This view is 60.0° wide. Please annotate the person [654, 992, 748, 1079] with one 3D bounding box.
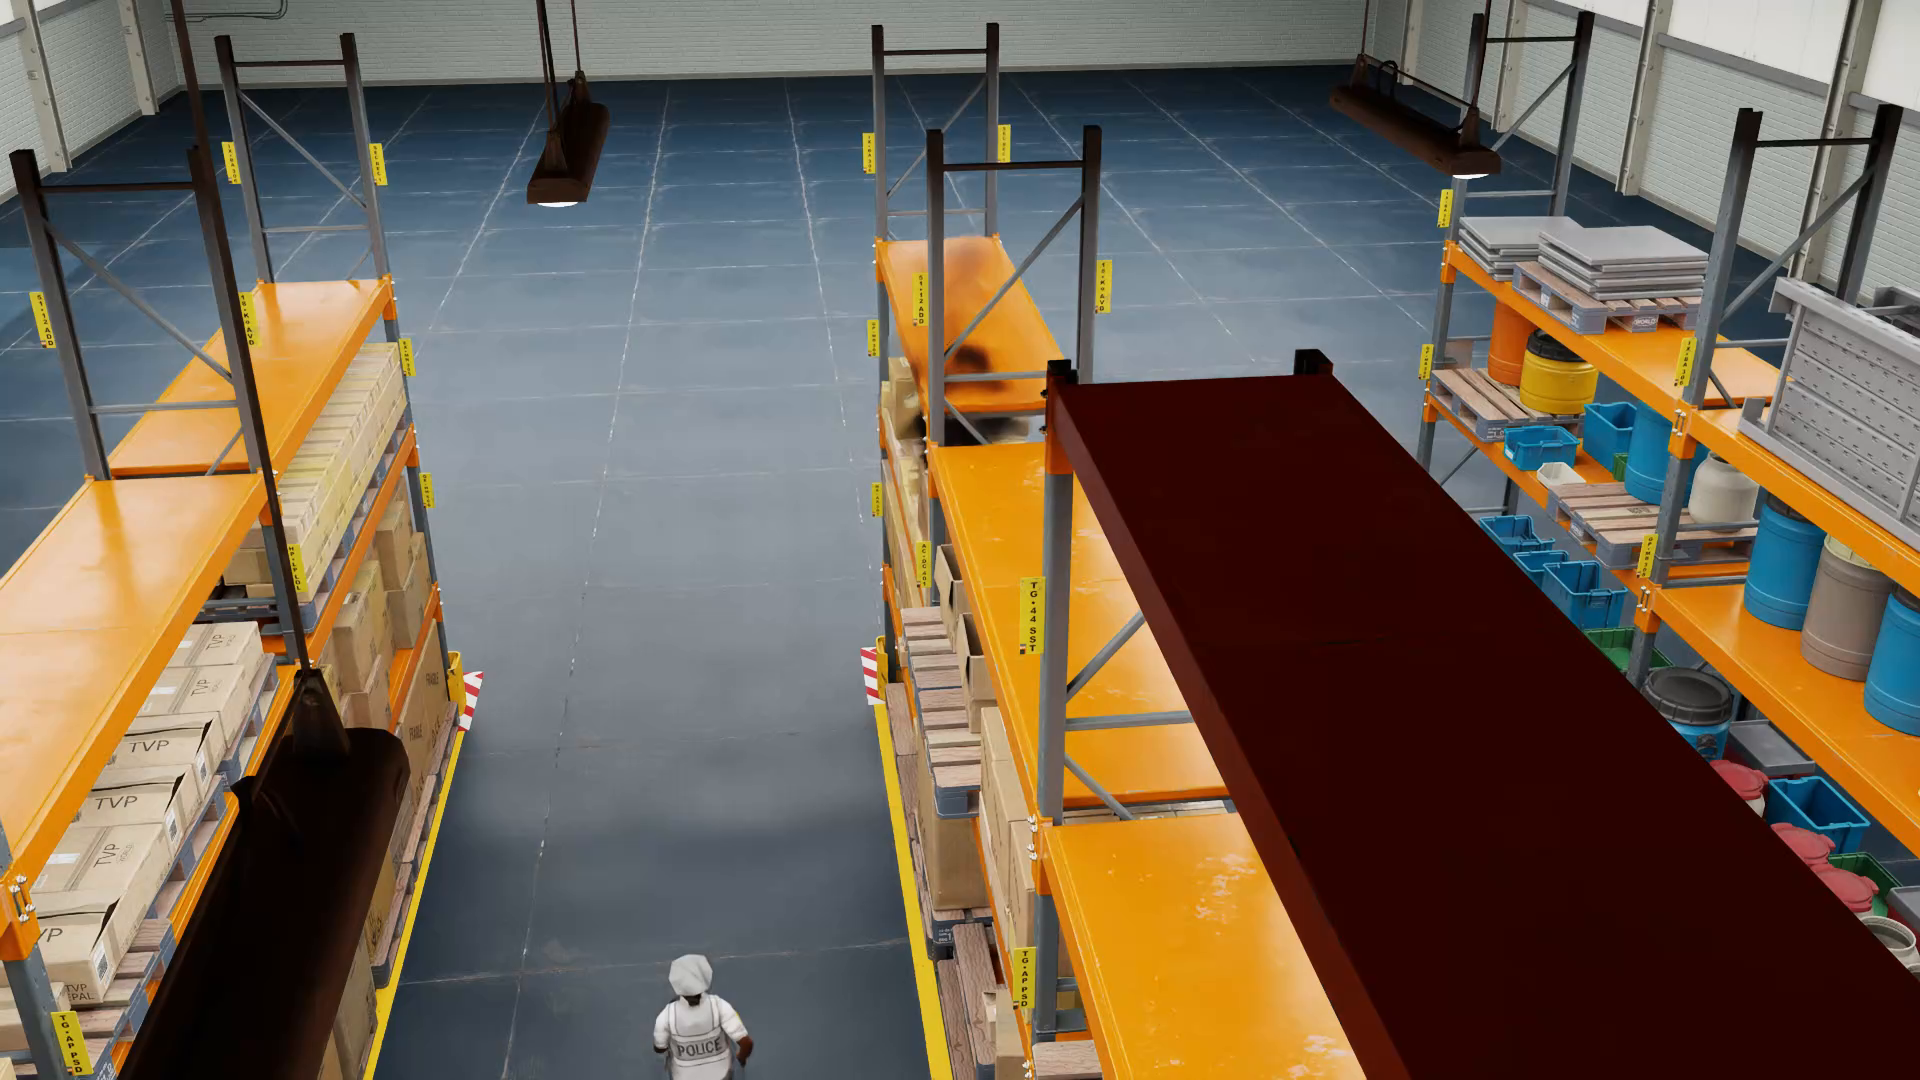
[{"bbox_3d":[-1.544,3.260,9.989,0.520,1.413,0.575,-8,27,-17],"label":"person"}]
